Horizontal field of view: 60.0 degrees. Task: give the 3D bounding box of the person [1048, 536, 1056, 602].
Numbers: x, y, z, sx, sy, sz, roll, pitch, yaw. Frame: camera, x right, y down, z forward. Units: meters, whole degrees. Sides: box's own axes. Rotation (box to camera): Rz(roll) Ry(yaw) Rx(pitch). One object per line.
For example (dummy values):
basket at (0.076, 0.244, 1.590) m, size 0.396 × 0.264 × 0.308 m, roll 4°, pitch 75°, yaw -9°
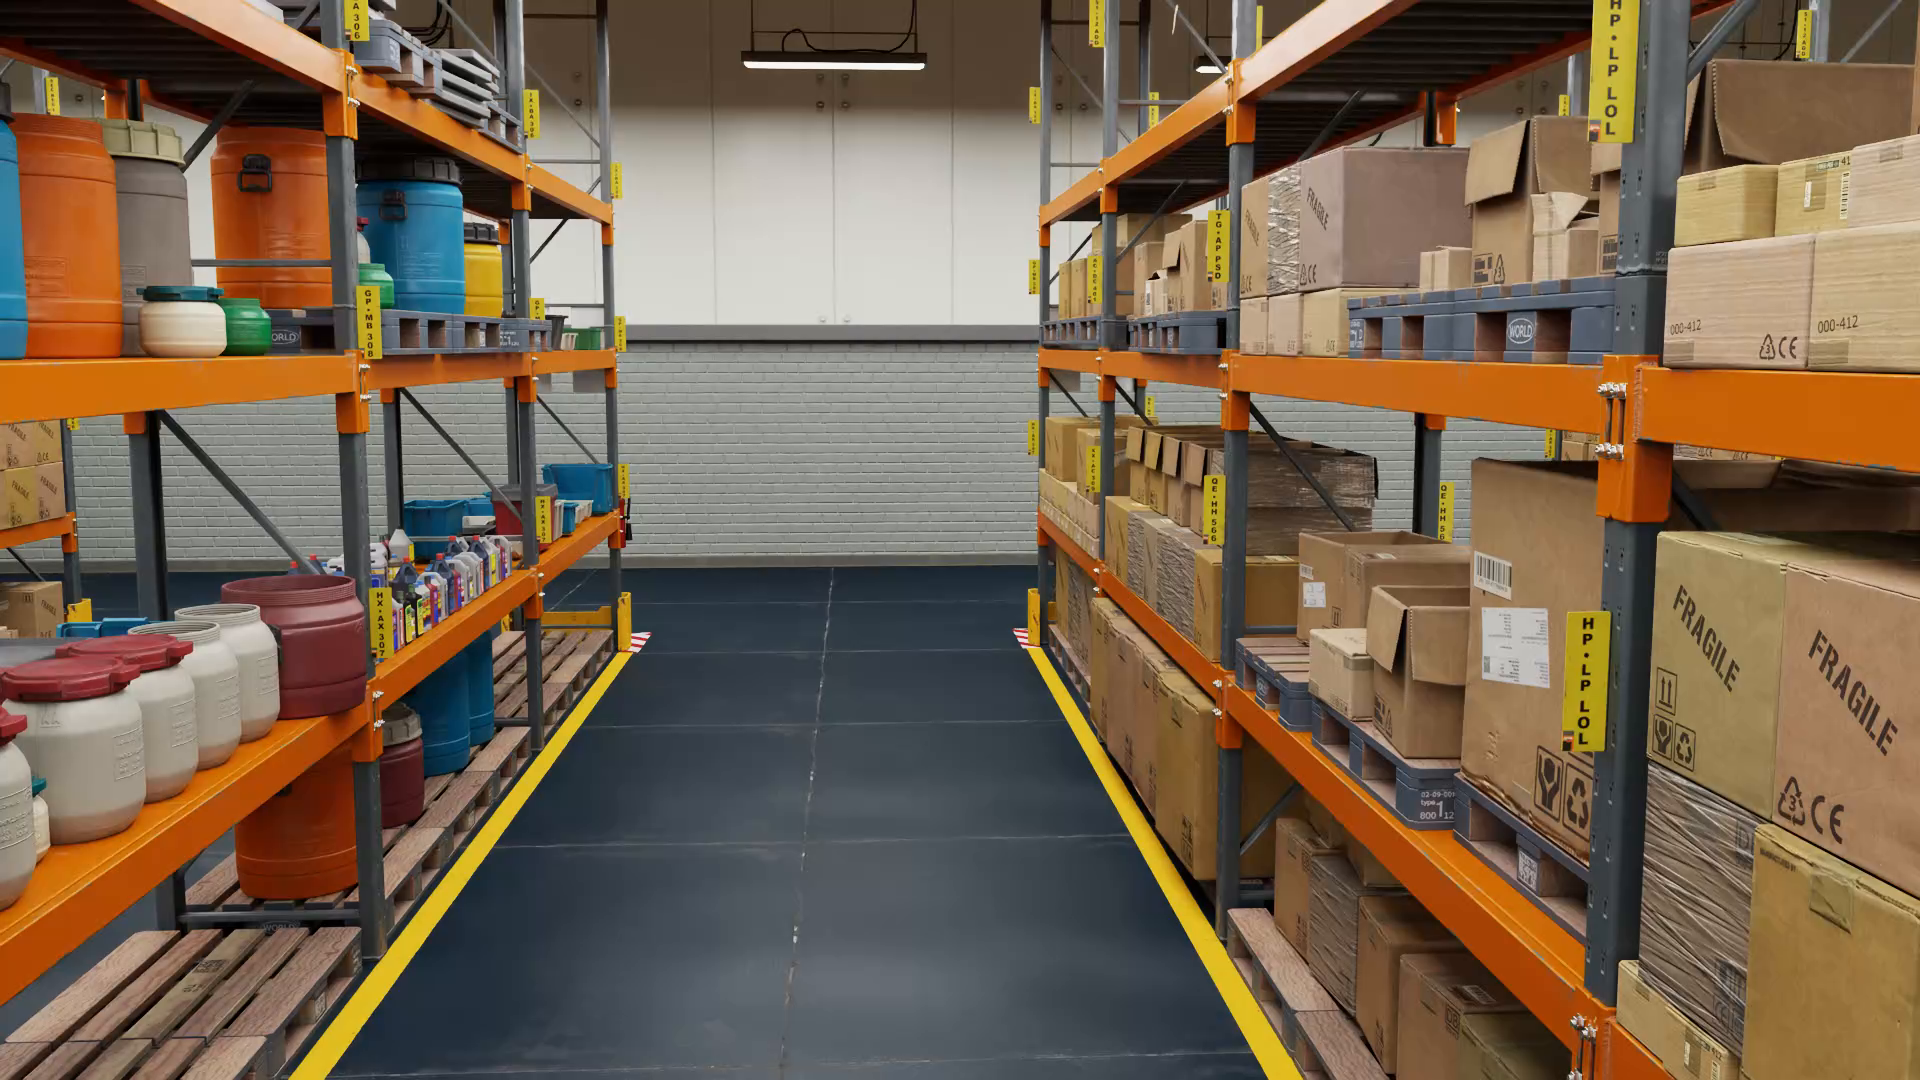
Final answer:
person at (1.064, -0.018, 16.959) m, size 0.425 × 1.773 × 0.653 m, roll -1°, pitch 7°, yaw -7°
